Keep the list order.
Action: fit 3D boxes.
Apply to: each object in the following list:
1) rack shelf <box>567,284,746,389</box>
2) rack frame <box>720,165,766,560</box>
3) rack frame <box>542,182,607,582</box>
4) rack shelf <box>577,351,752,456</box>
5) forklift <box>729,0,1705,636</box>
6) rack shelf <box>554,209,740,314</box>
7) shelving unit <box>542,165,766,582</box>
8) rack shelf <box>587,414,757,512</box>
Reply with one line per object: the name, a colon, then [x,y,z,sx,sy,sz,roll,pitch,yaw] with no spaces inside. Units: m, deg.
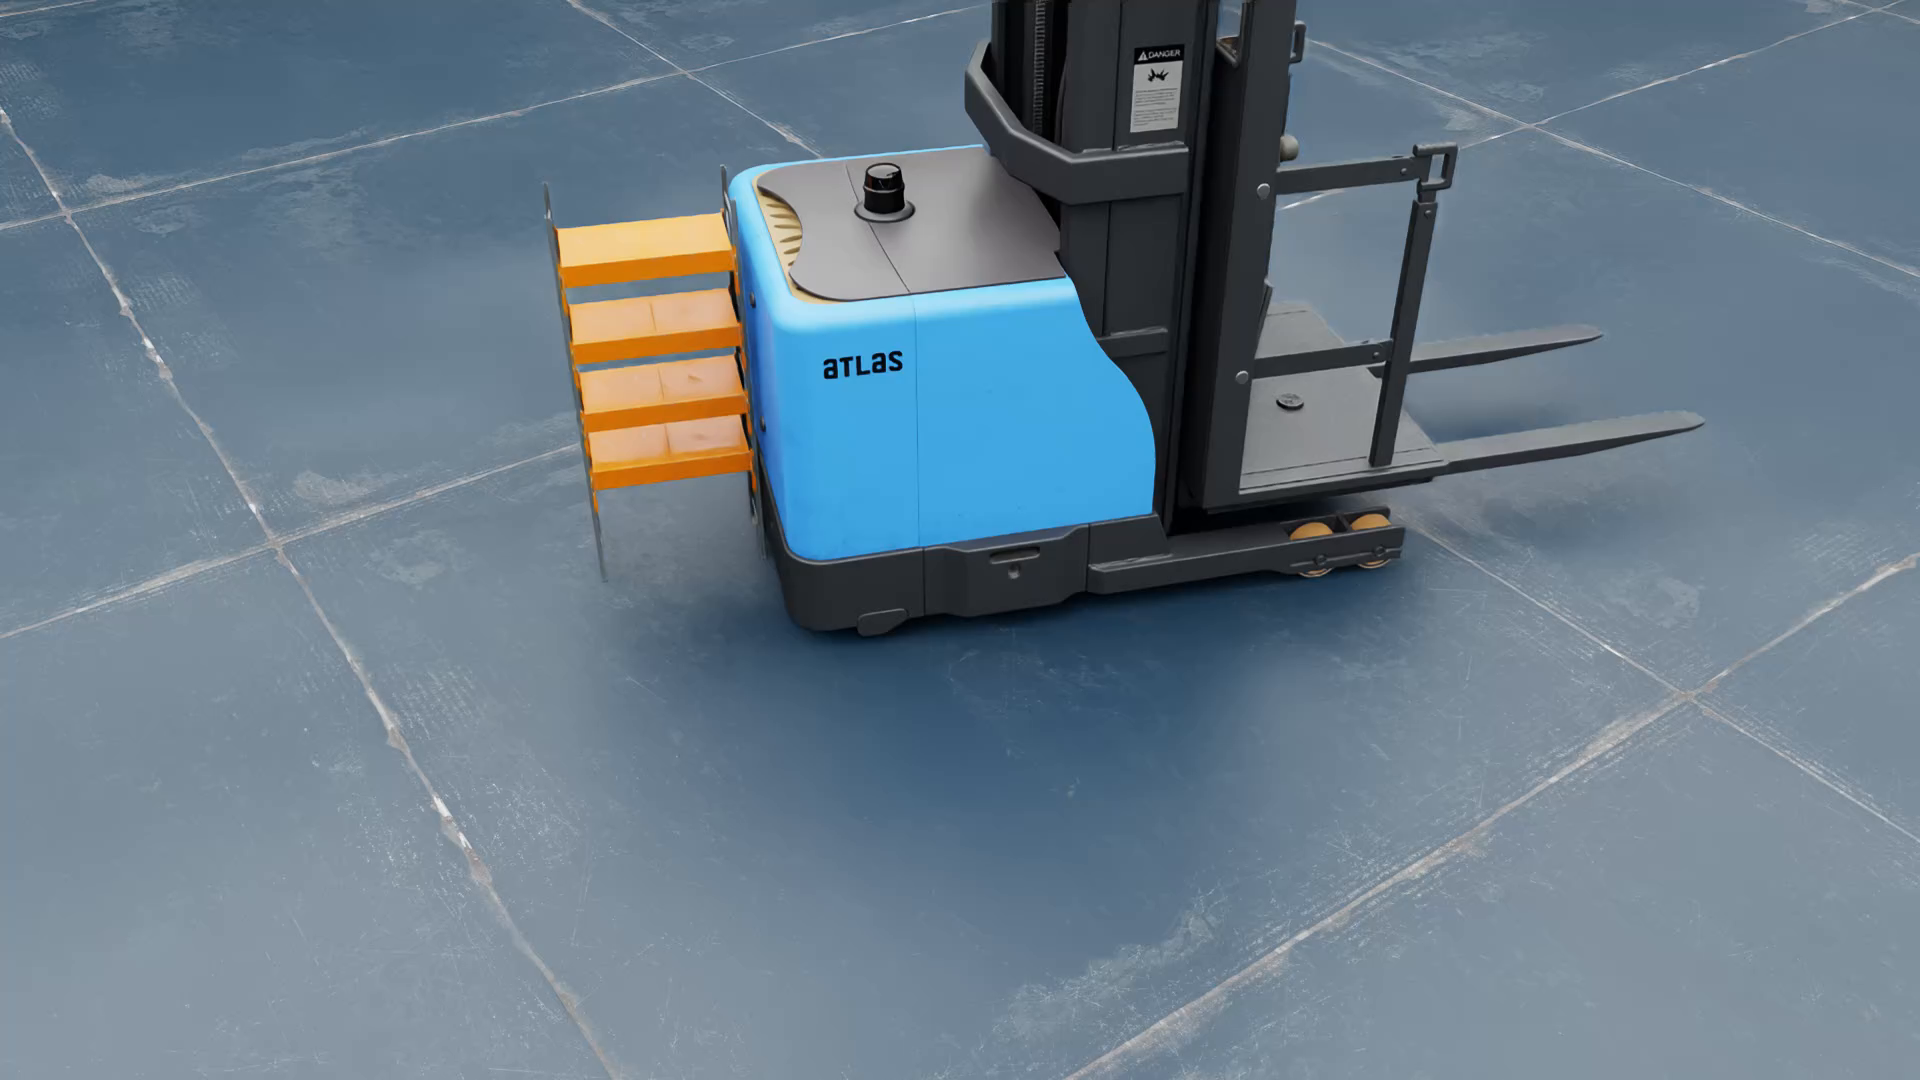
rack shelf: [-0.874,-0.588,4.772,0.480,0.148,0.258,-8,37,-11]
rack frame: [-0.637,-0.494,4.910,0.015,1.200,0.240,-8,37,-11]
rack frame: [-1.111,-0.427,4.816,0.015,1.200,0.240,-8,37,-11]
rack shelf: [-0.874,-0.406,4.902,0.480,0.148,0.258,-8,37,-11]
forklift: [0.874,-1.367,4.641,3.031,2.935,1.130,-8,37,-11]
rack shelf: [-0.874,-0.780,4.633,0.480,0.148,0.258,-8,37,-11]
shelving unit: [-0.874,-0.461,4.863,0.503,1.200,0.258,-8,37,-11]
rack shelf: [-0.874,-0.245,5.018,0.480,0.148,0.258,-8,37,-11]
